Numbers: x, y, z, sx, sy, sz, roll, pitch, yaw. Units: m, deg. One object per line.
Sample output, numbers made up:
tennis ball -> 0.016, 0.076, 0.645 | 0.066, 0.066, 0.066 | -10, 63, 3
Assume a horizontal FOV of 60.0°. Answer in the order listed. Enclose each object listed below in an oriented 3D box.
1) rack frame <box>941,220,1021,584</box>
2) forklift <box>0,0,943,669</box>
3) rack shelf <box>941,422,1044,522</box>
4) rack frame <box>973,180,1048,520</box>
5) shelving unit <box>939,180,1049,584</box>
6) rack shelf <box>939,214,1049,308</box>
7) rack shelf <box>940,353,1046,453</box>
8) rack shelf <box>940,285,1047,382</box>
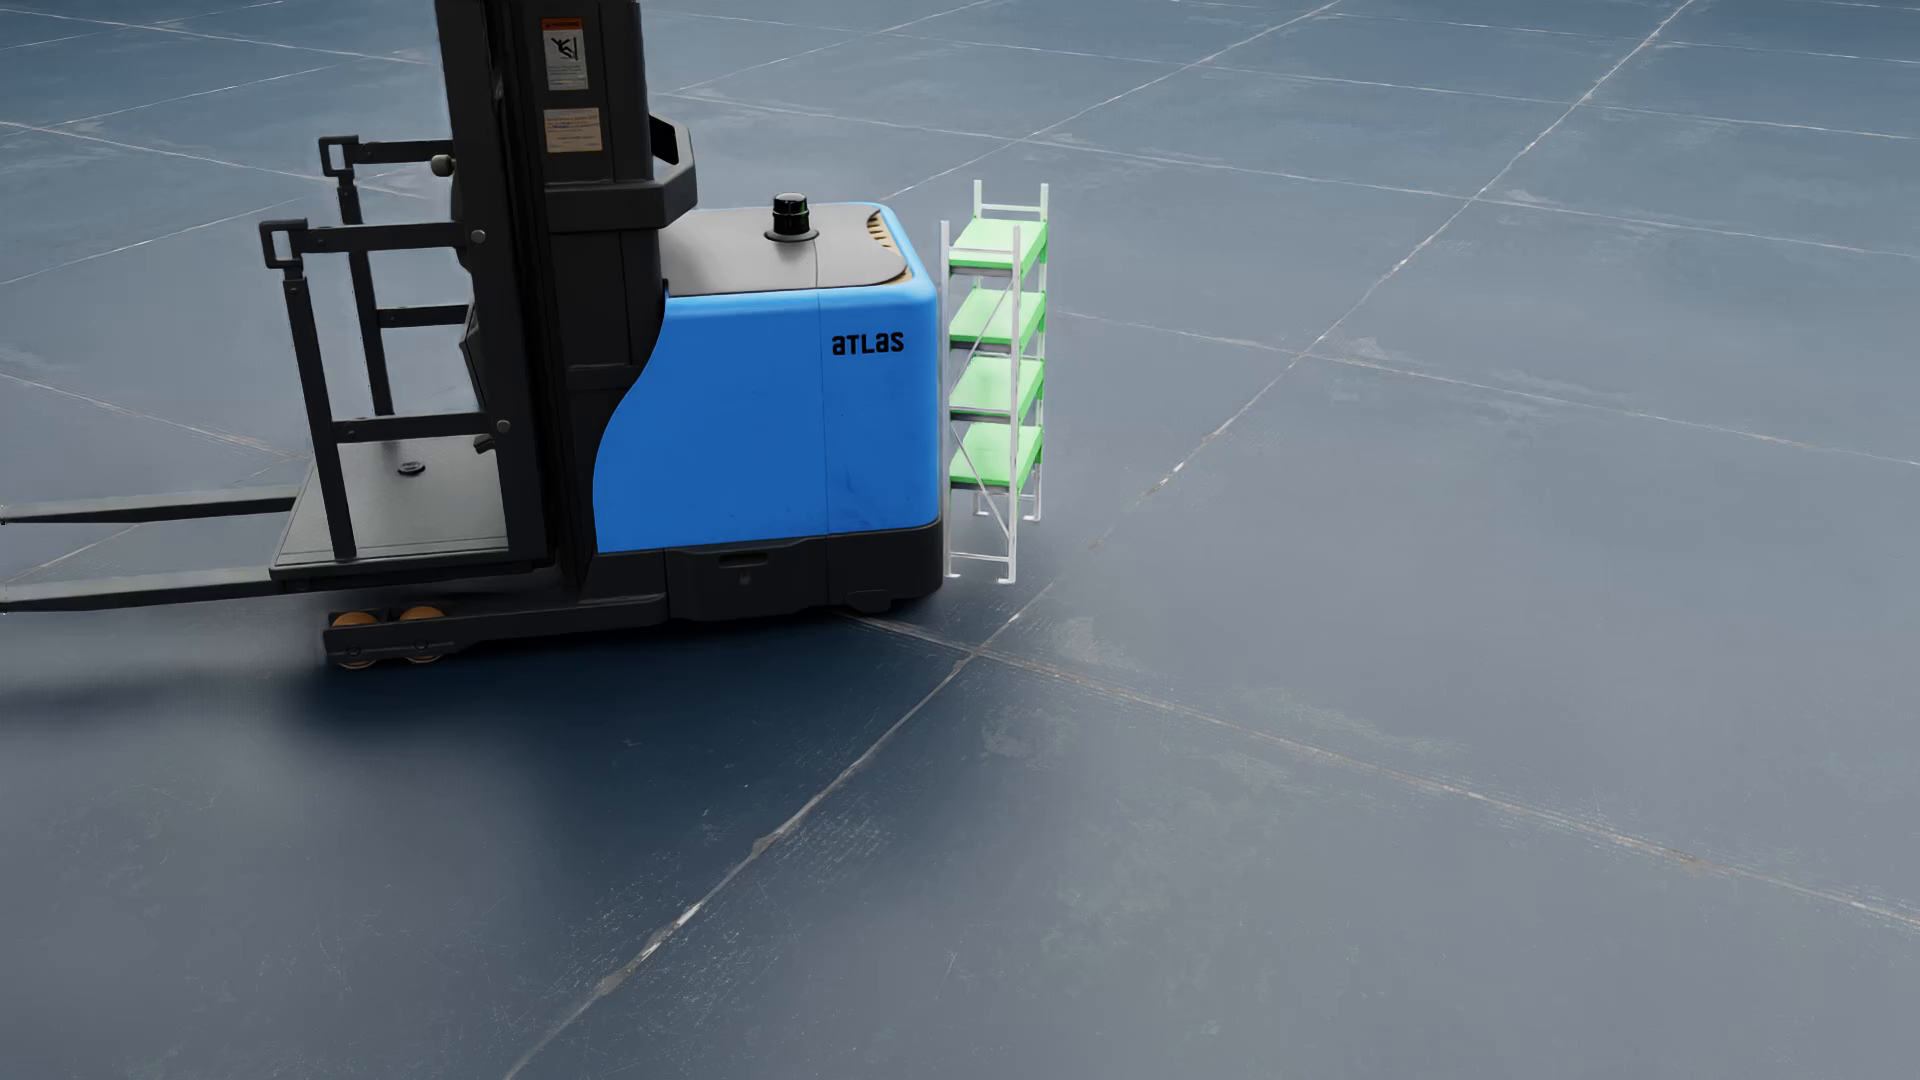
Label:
rack frame -> 0.063, -0.406, 5.222 | 0.240, 1.200, 0.015 | 5, 27, 11
forklift -> -1.622, -1.181, 4.835 | 3.031, 2.935, 1.130 | -5, 27, -9
rack shelf -> 0.114, -0.242, 5.571 | 0.258, 0.148, 0.480 | 5, 27, 11
rack frame -> 0.165, -0.620, 5.648 | 0.240, 1.200, 0.015 | 5, 27, 11
shelving unit -> 0.114, -0.513, 5.435 | 0.258, 1.200, 0.503 | 5, 27, 11
rack shelf -> 0.114, -0.885, 5.249 | 0.258, 0.148, 0.480 | 5, 27, 11
rack shelf -> 0.114, -0.456, 5.464 | 0.258, 0.148, 0.480 | 5, 27, 11
rack shelf -> 0.114, -0.671, 5.356 | 0.258, 0.148, 0.480 | 5, 27, 11
